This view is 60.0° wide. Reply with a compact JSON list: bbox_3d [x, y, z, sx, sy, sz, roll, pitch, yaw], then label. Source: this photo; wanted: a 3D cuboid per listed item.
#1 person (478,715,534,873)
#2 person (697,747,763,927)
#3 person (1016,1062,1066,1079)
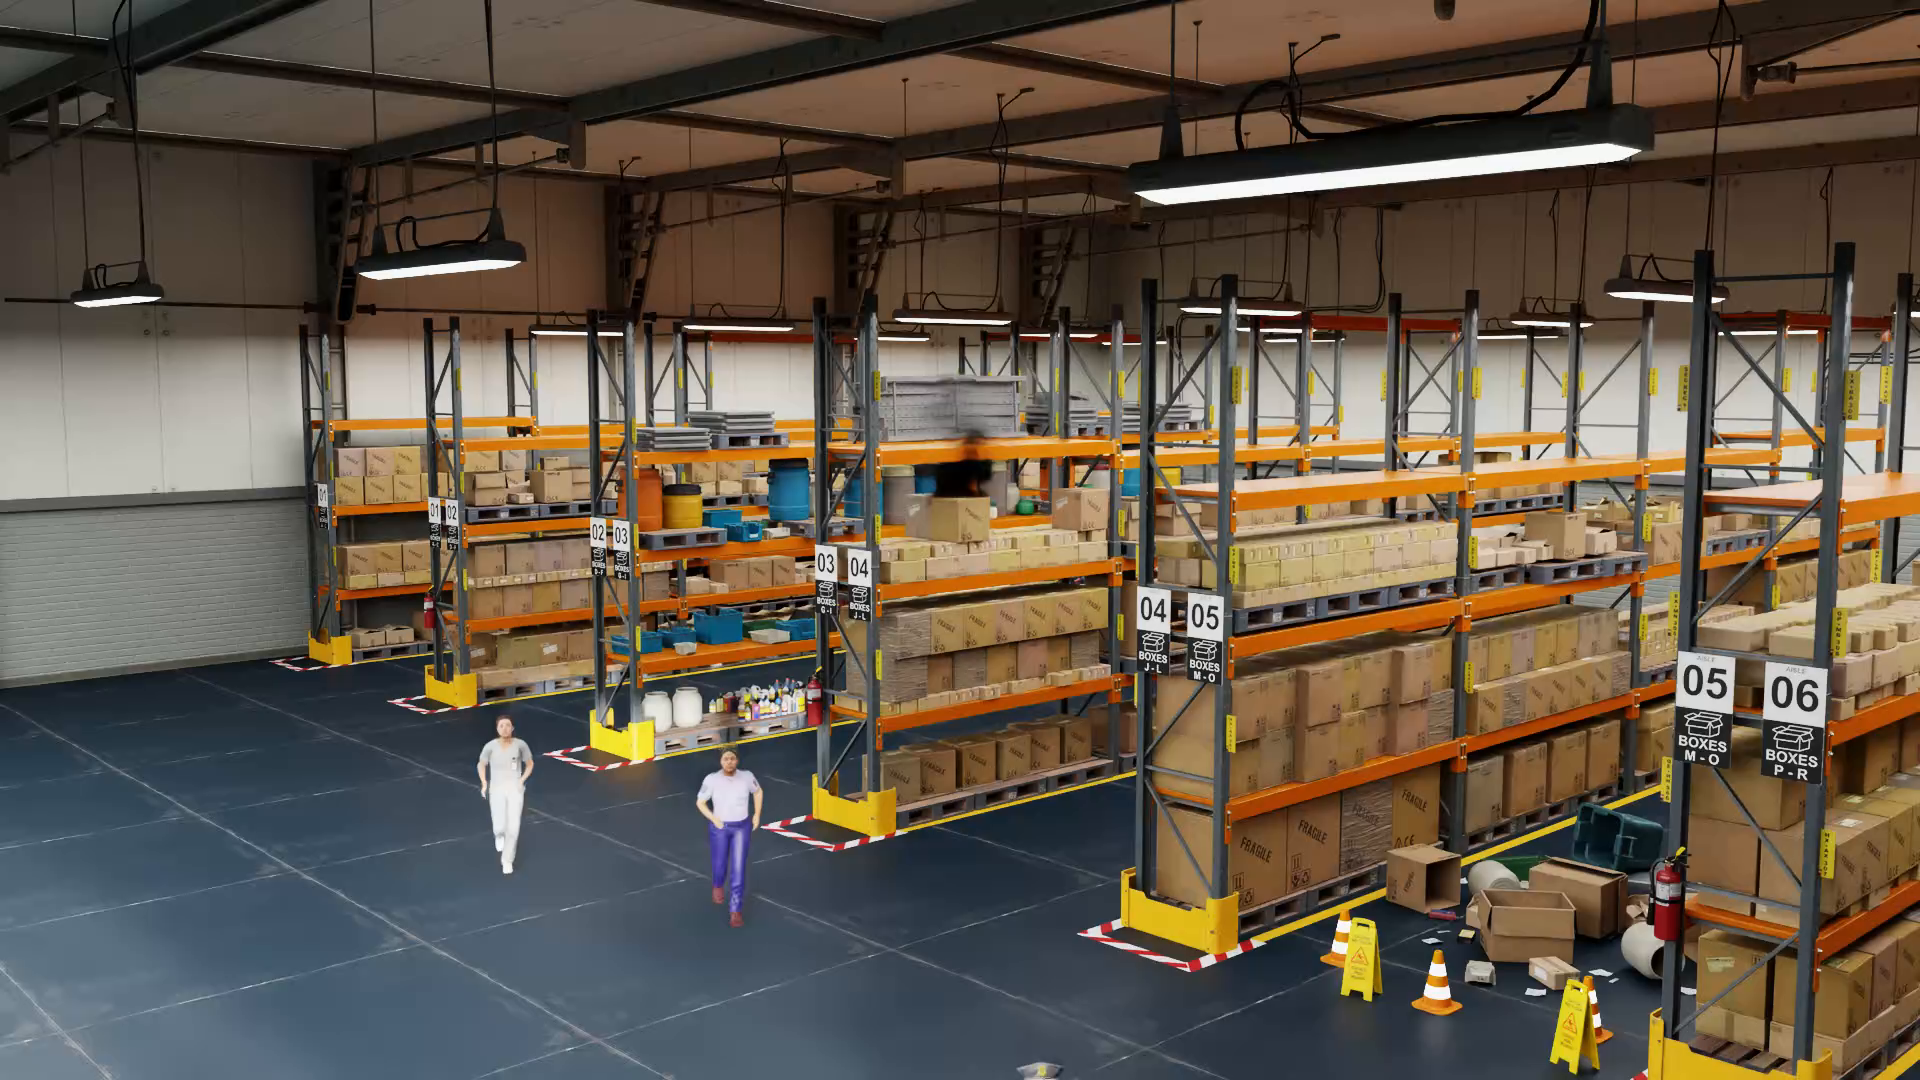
[{"bbox_3d":[-4.726,2.619,17.338,0.571,1.628,0.568,-2,6,-15],"label":"person"},{"bbox_3d":[-2.181,2.769,15.813,0.631,1.657,0.770,-1,6,-11],"label":"person"},{"bbox_3d":[0.422,3.466,8.505,0.616,1.693,0.901,0,6,-3],"label":"person"}]
